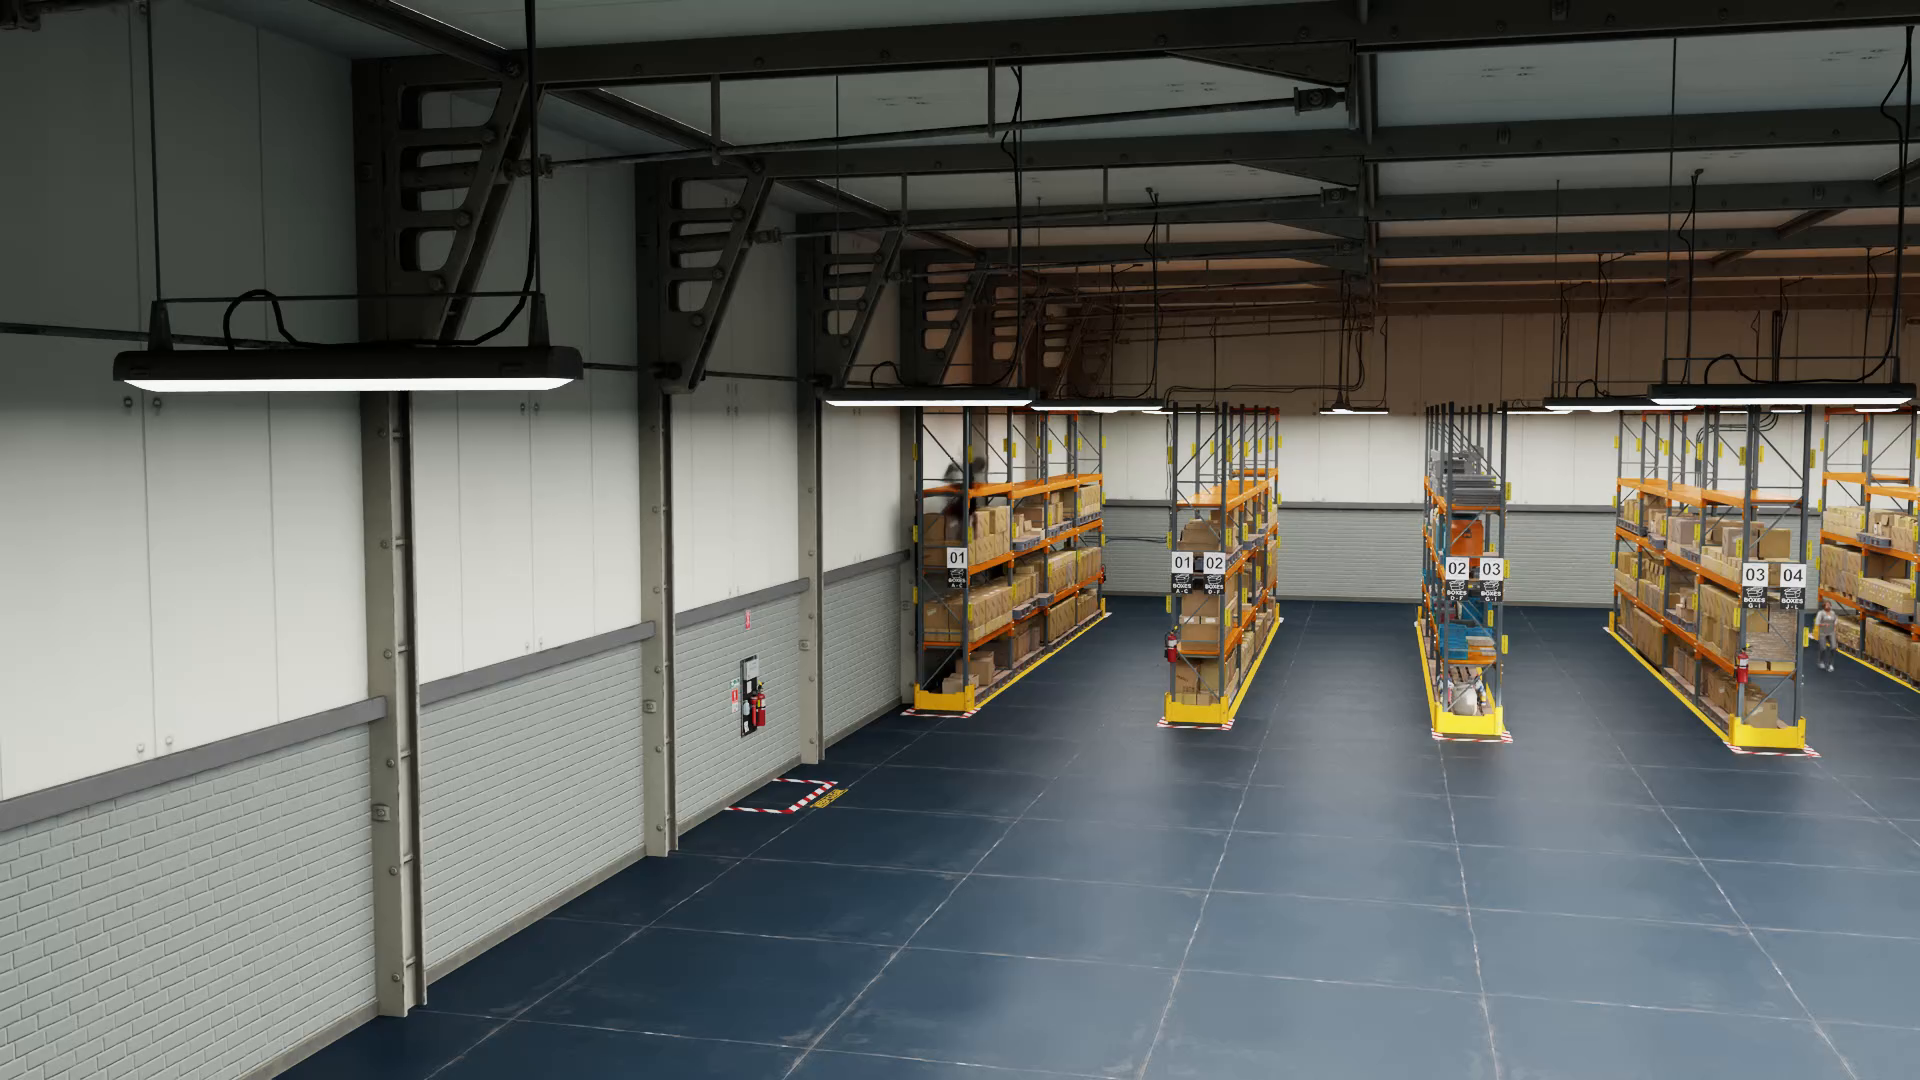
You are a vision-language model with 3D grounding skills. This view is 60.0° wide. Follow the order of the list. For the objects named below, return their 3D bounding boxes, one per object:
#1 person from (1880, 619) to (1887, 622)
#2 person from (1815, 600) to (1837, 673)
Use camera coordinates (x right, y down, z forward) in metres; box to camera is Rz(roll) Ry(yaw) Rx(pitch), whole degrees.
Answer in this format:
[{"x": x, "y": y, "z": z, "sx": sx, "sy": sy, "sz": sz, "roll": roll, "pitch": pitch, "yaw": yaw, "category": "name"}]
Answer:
[{"x": 24.106, "y": 1.675, "z": 43.224, "sx": 0.713, "sy": 1.701, "sz": 0.633, "roll": -1, "pitch": 4, "yaw": -9, "category": "person"}, {"x": 19.507, "y": 2.166, "z": 37.432, "sx": 0.513, "sy": 1.634, "sz": 0.702, "roll": 1, "pitch": 4, "yaw": 11, "category": "person"}]
